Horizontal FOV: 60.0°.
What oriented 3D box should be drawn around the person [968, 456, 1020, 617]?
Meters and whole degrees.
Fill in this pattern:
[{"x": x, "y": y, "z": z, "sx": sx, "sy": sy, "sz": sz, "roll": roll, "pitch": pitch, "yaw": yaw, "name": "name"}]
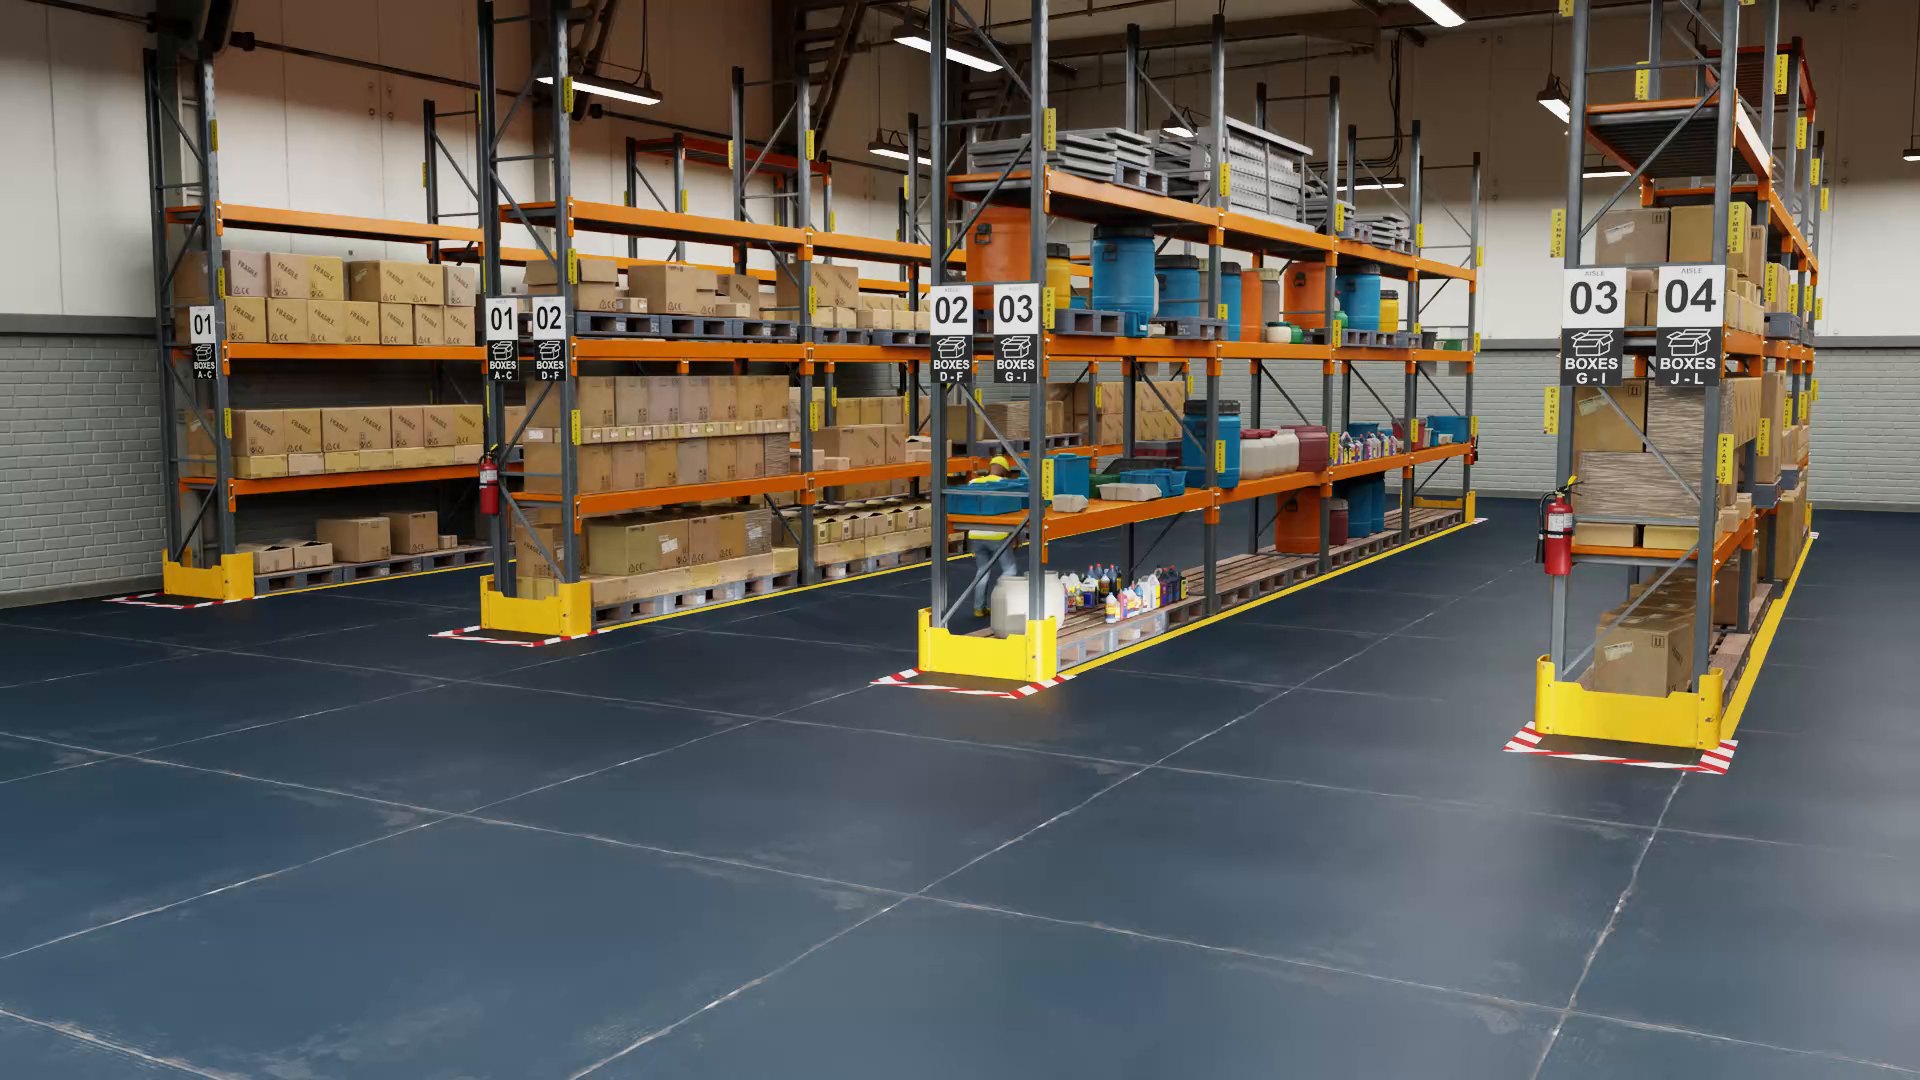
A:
[{"x": 0.328, "y": -0.034, "z": 17.019, "sx": 0.613, "sy": 1.633, "sz": 0.577, "roll": 3, "pitch": 7, "yaw": 30, "name": "person"}]
